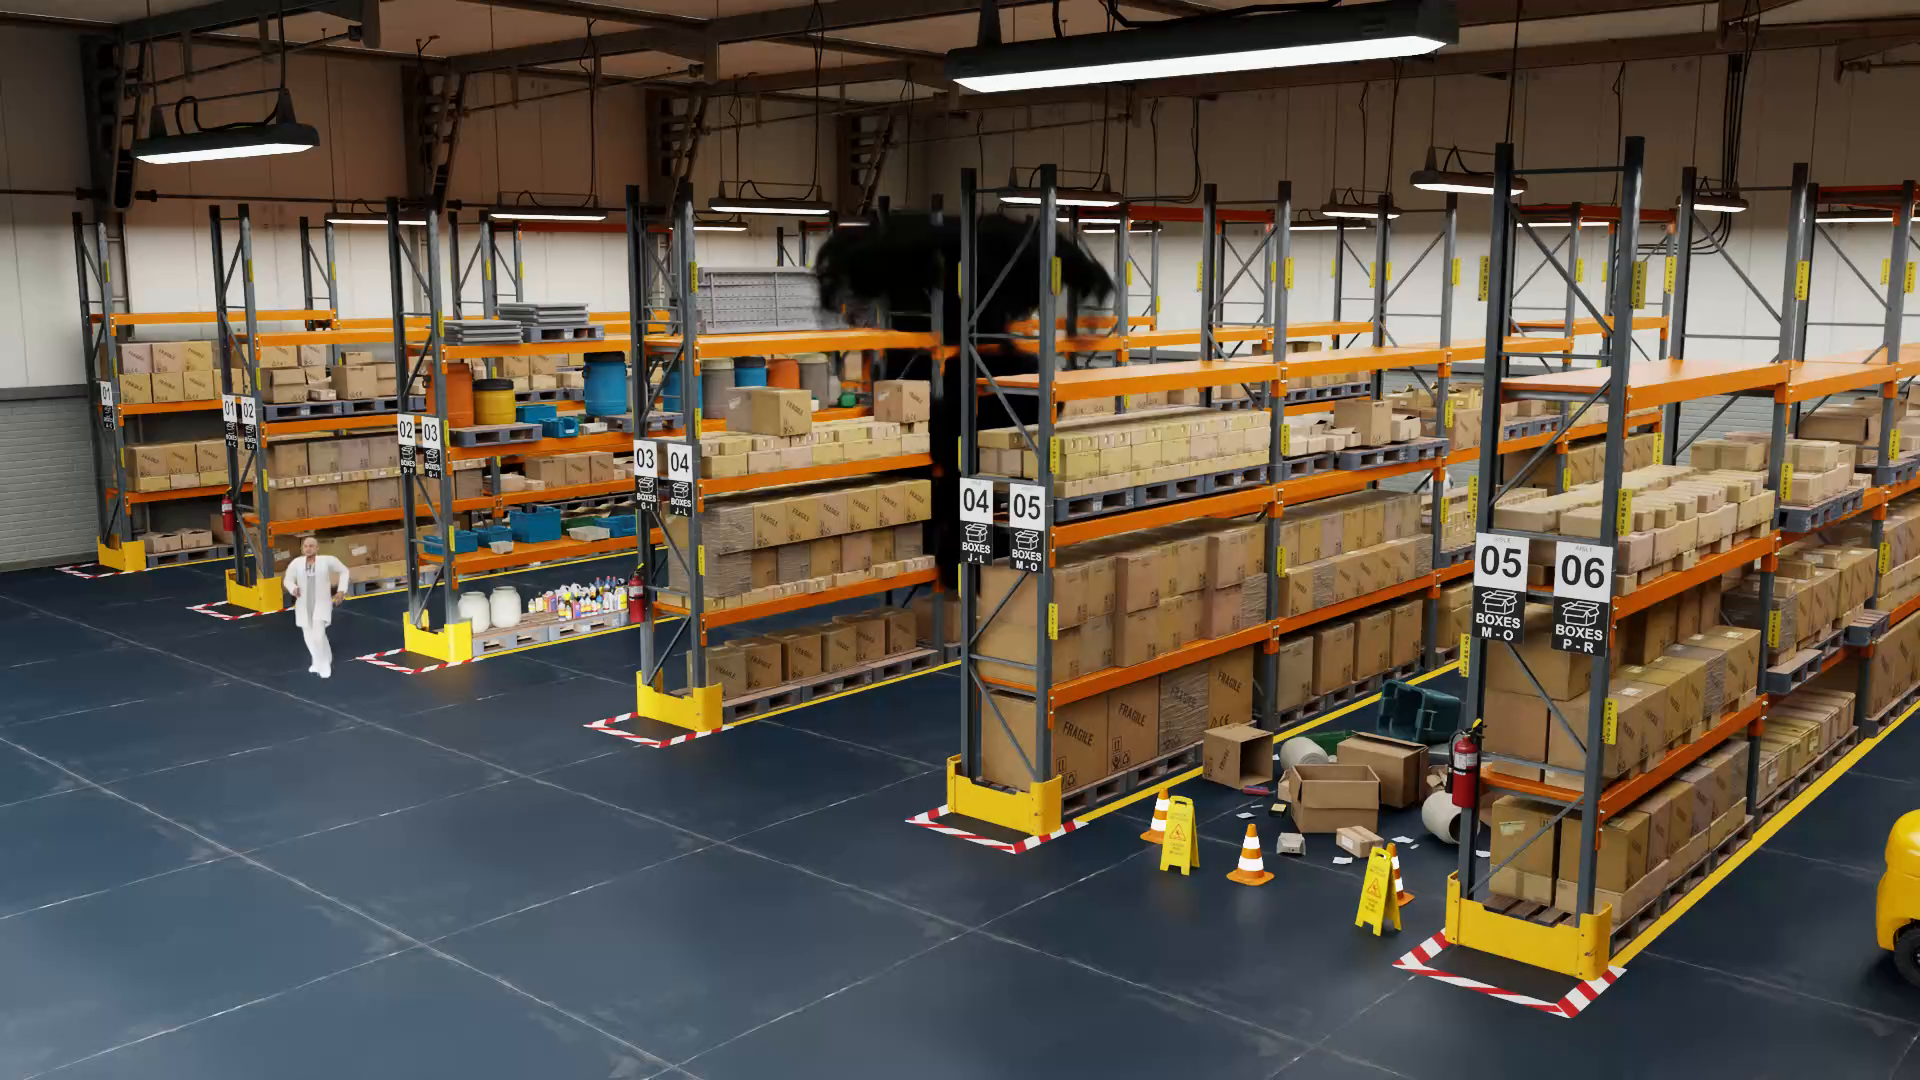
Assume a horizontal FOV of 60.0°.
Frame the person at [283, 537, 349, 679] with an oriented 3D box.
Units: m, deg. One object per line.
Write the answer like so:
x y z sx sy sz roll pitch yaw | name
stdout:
-8.079 0.866 20.853 0.730 1.826 0.779 -1 10 -5 | person

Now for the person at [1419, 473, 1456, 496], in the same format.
8.513 -0.599 29.634 0.675 1.760 0.941 1 10 6 | person

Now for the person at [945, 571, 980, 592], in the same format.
0.106 -0.134 24.931 0.686 1.825 0.931 9 13 44 | person
